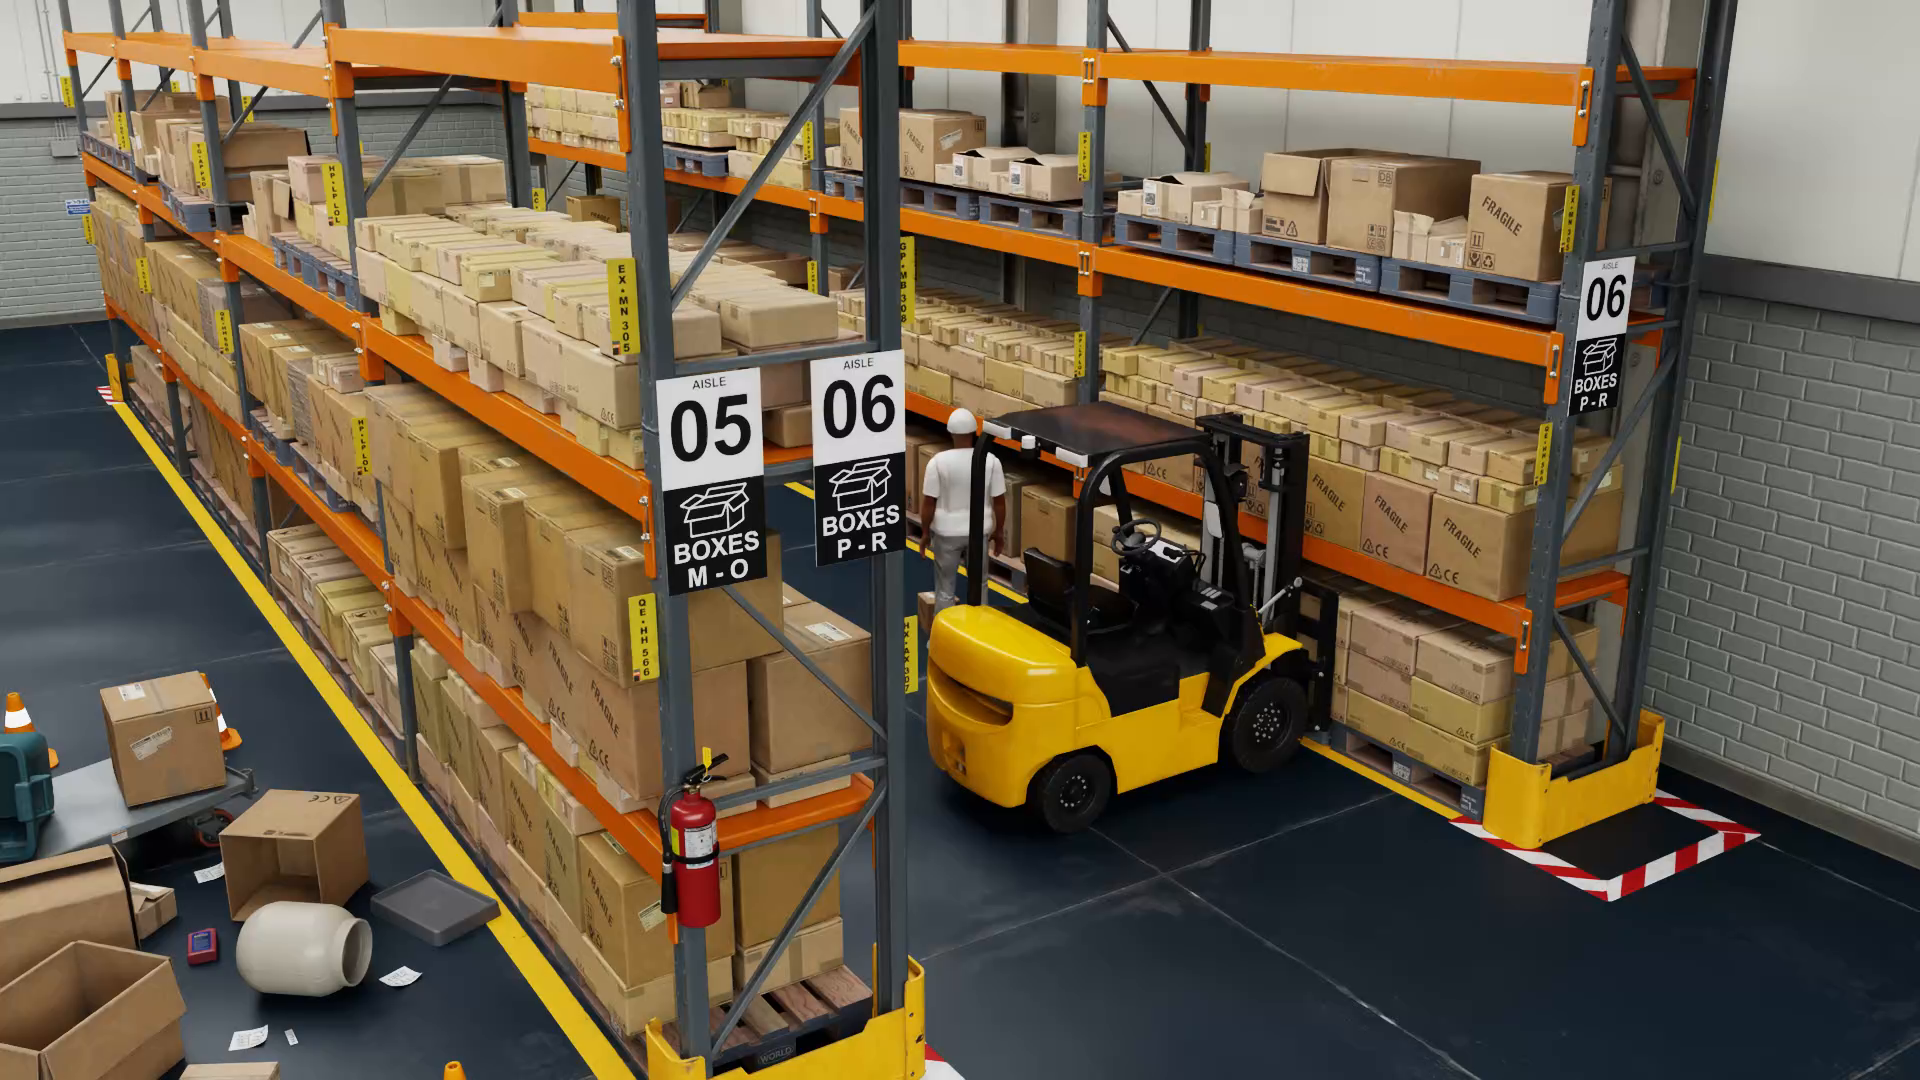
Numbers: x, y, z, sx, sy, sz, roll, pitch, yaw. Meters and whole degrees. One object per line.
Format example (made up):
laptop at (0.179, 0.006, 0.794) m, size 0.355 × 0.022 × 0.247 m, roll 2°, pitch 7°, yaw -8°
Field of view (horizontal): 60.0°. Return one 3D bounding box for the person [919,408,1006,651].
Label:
person at (0.010, -0.054, 11.616) m, size 0.607 × 1.767 × 0.341 m, roll -4°, pitch 18°, yaw -12°
